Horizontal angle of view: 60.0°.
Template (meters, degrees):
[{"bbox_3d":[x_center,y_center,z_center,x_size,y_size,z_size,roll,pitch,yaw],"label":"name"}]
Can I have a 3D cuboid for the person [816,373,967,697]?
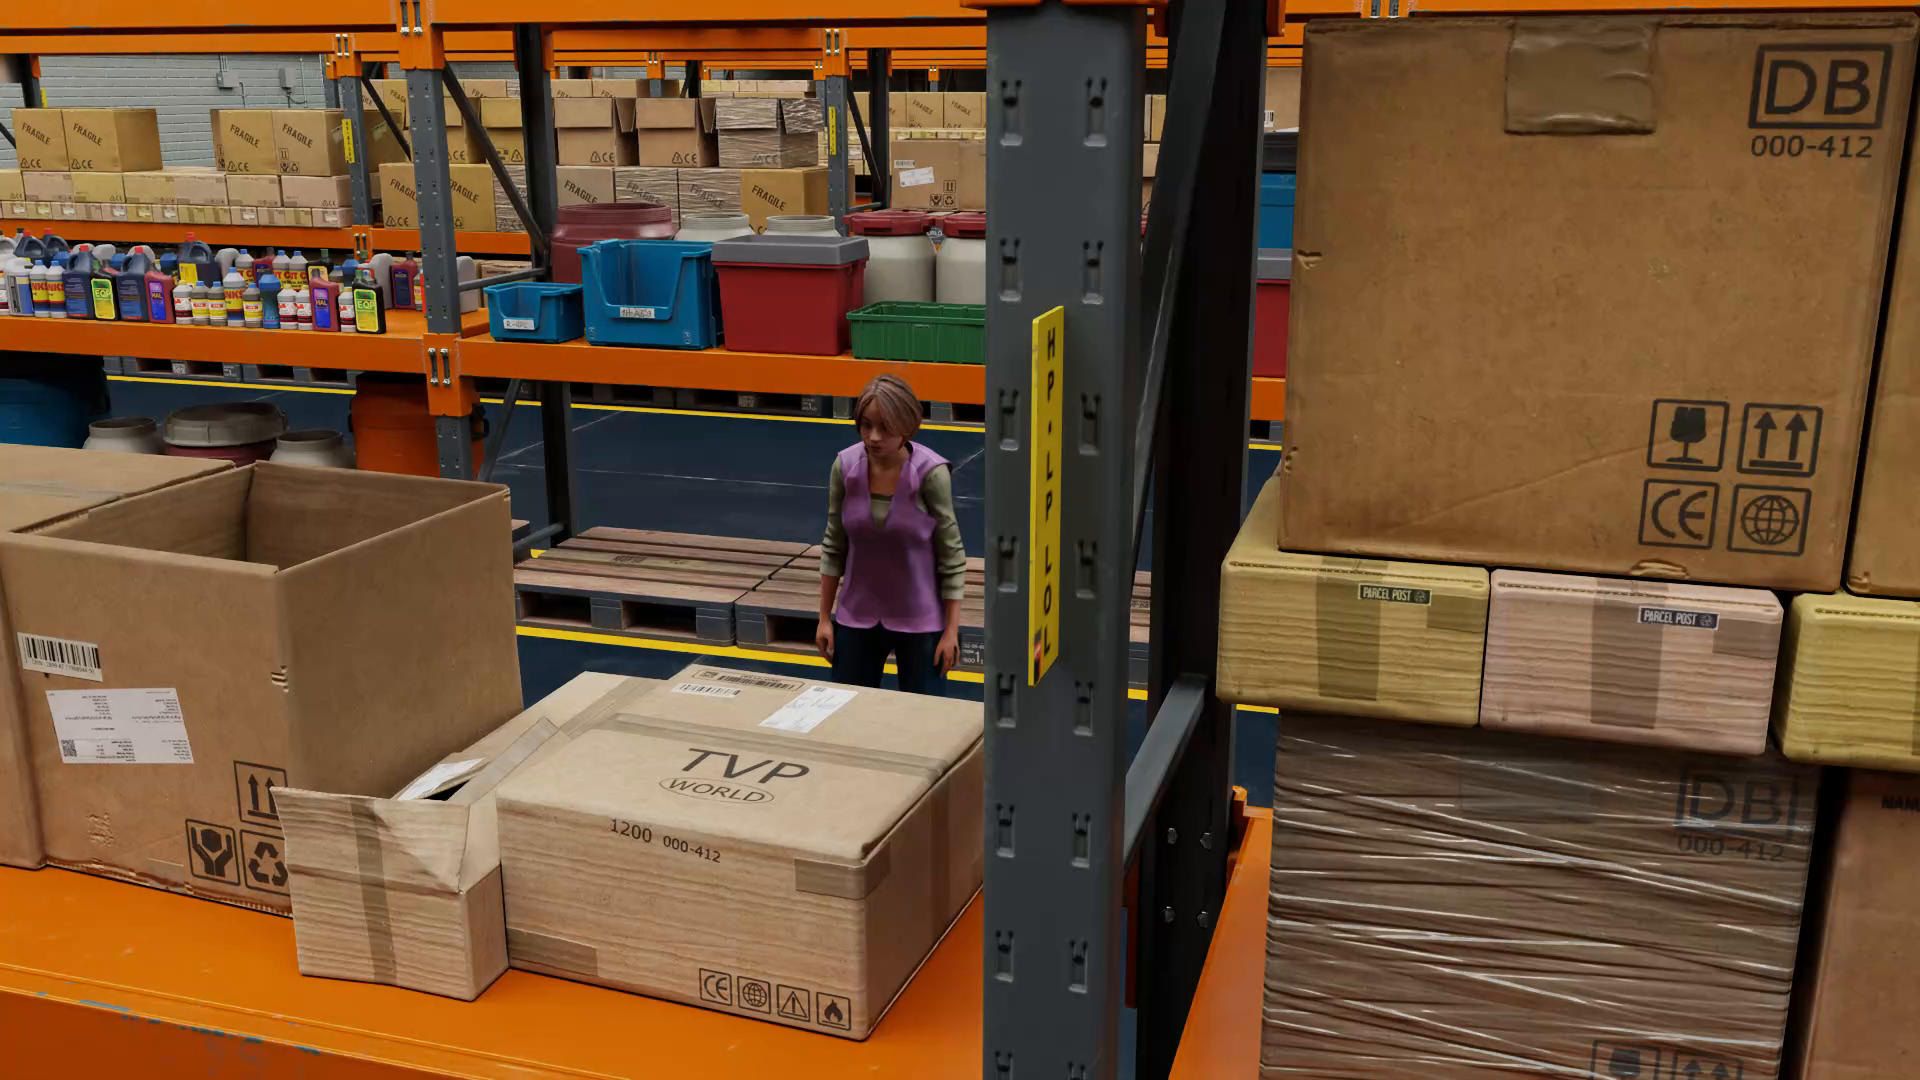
[{"bbox_3d":[-0.212,0.278,5.025,0.461,1.592,0.347,4,16,16],"label":"person"}]
